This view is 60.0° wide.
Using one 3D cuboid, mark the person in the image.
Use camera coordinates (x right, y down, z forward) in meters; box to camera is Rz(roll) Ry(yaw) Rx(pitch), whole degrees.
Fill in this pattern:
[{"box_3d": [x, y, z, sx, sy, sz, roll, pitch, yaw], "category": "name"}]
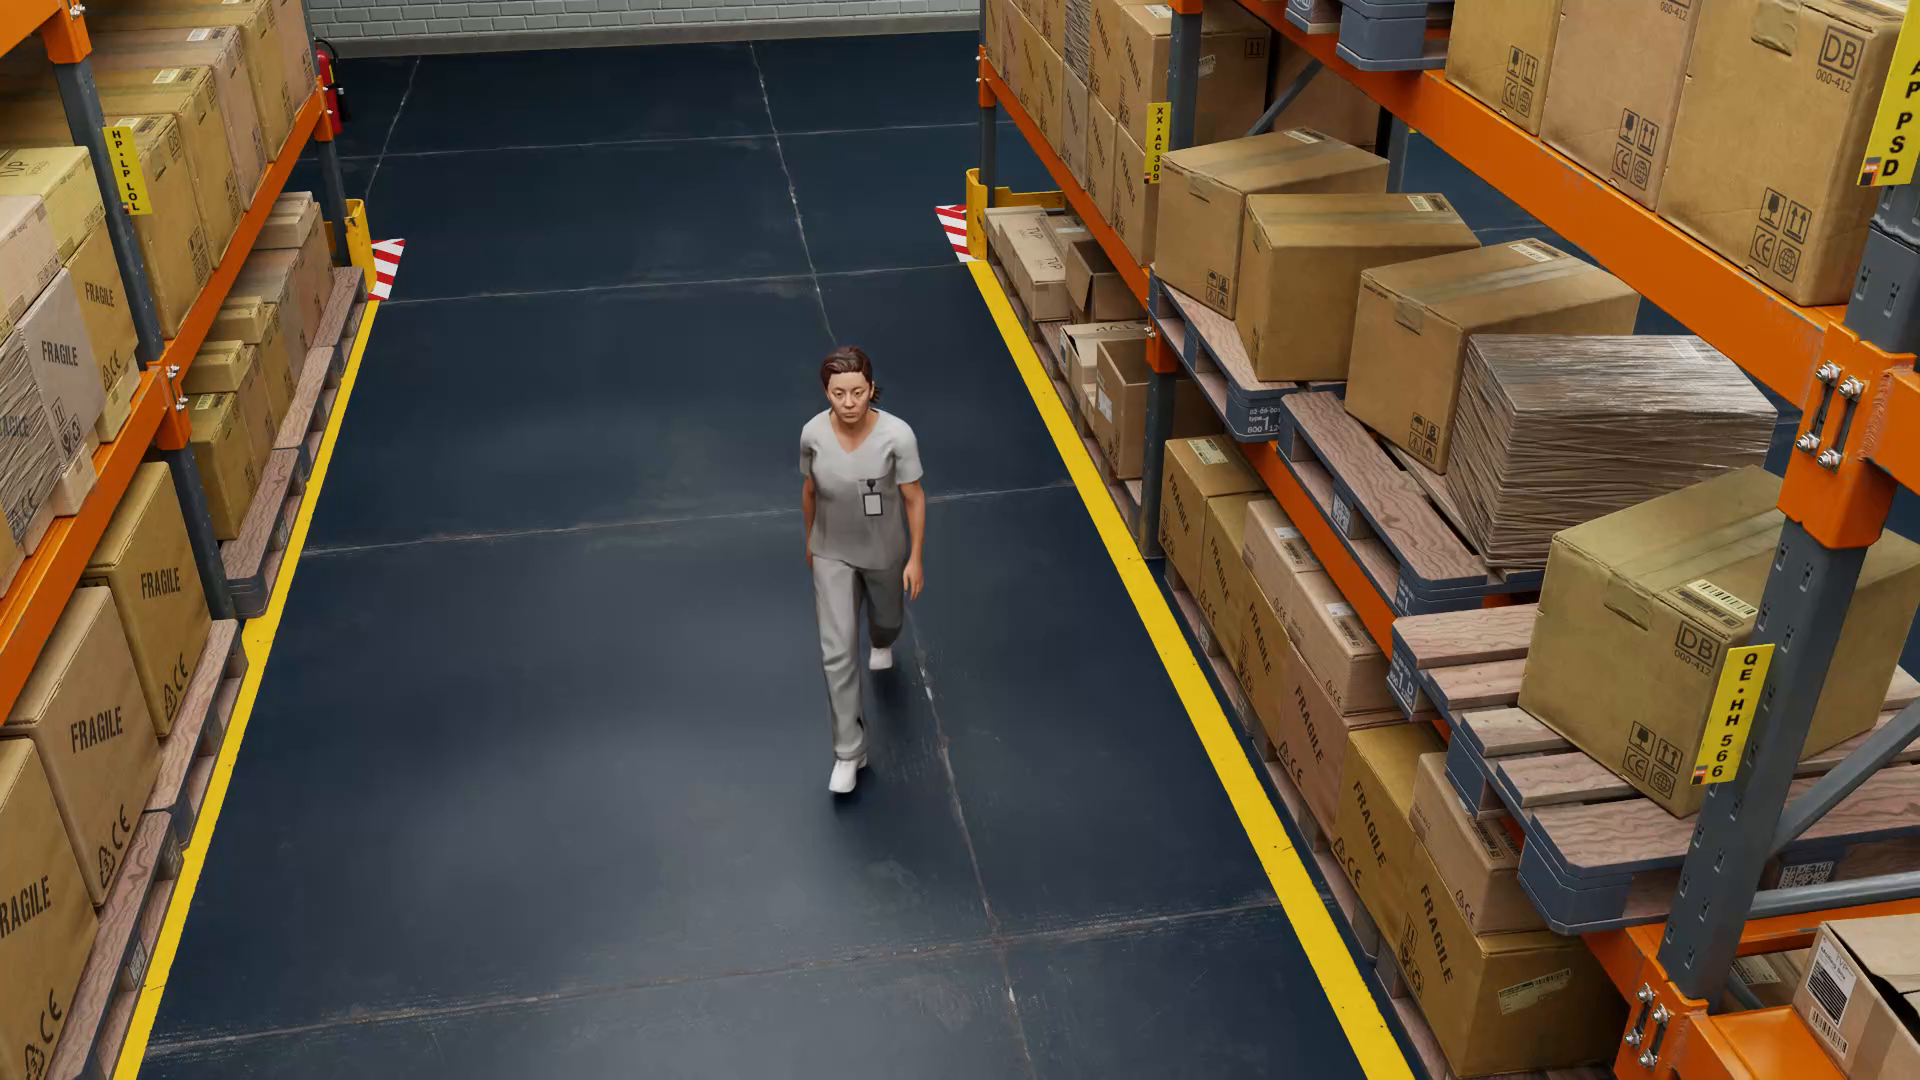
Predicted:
[{"box_3d": [-0.349, 0.017, 6.118, 0.455, 1.624, 1.011, 1, 31, 1], "category": "person"}]
